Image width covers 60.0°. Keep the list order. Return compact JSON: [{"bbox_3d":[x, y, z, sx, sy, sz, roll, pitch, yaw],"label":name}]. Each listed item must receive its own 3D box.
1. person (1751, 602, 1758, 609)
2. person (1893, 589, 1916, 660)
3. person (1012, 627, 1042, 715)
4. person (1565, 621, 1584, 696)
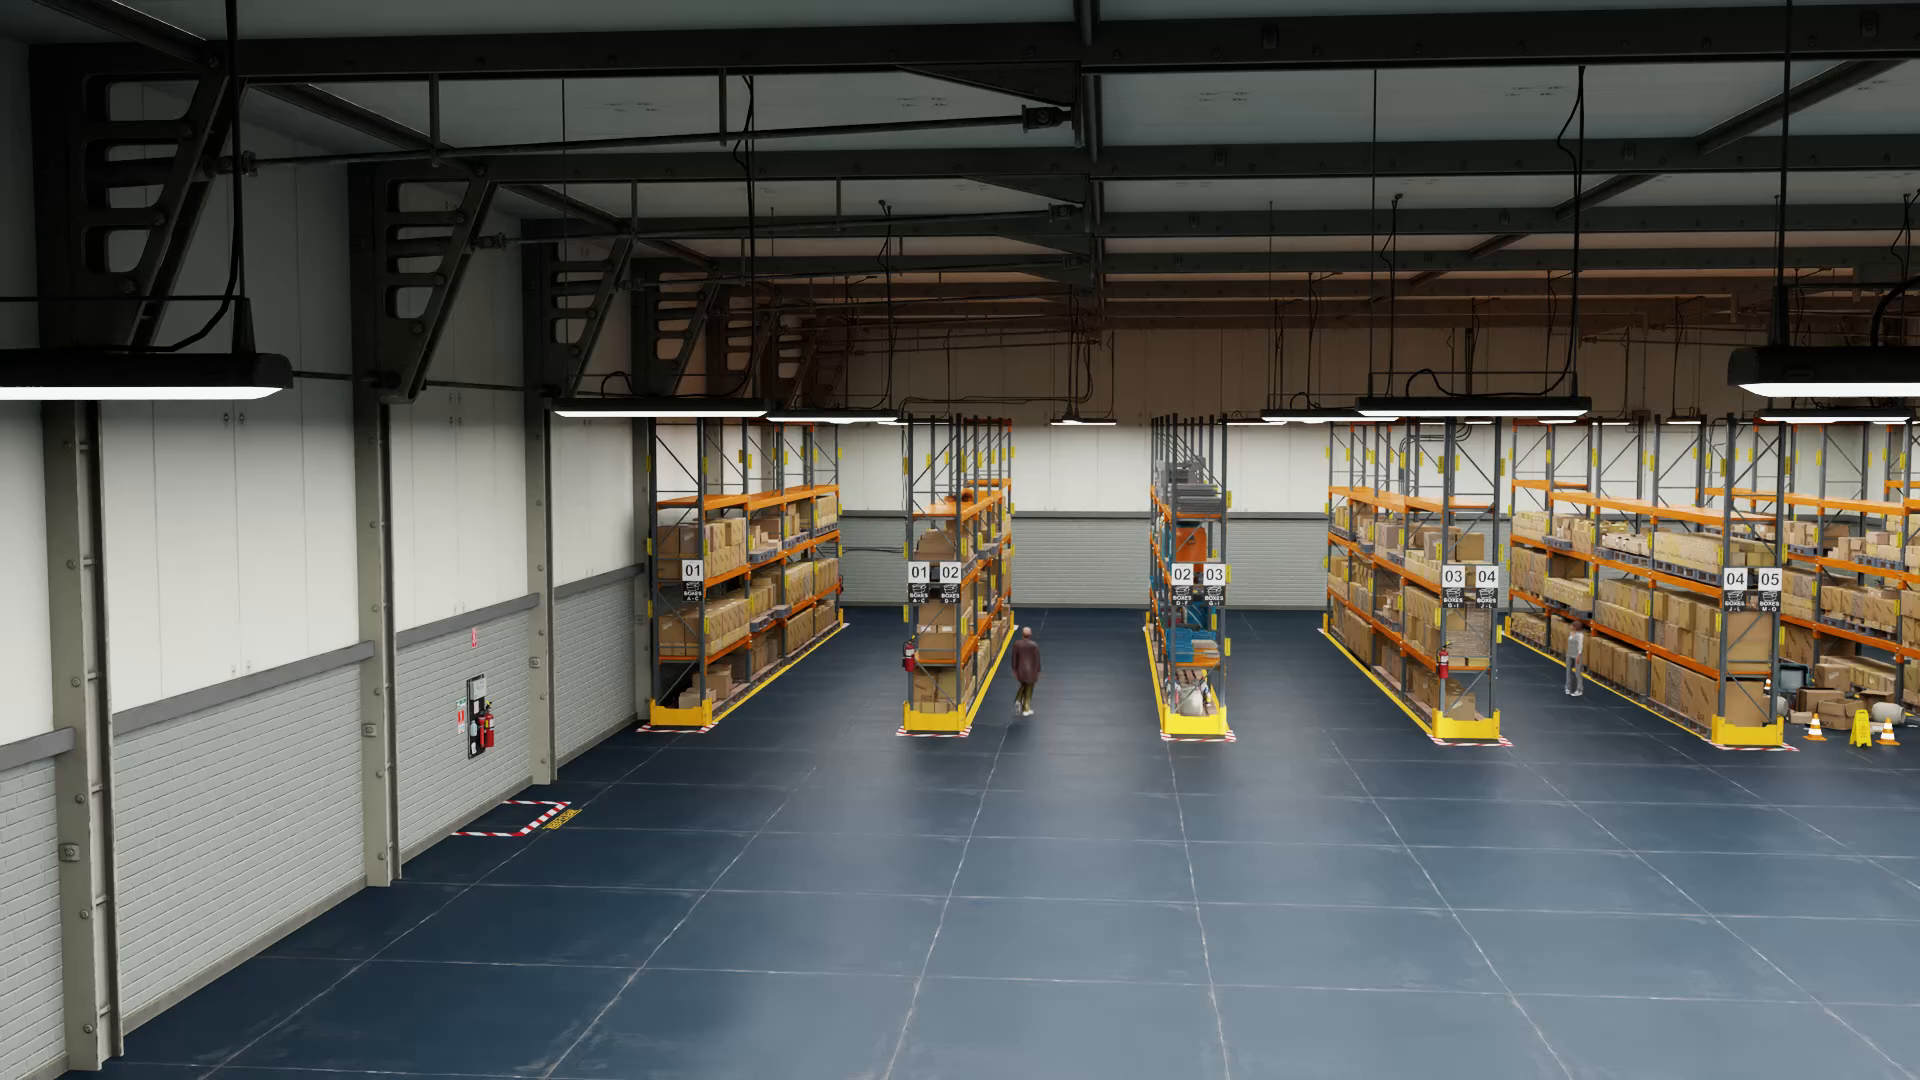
[{"bbox_3d":[18.137,2.282,38.139,0.470,1.718,0.581,2,4,31],"label":"person"},{"bbox_3d":[23.377,2.117,41.037,0.564,1.814,0.614,3,5,36],"label":"person"},{"bbox_3d":[1.332,2.613,33.034,0.582,1.763,0.519,3,5,37],"label":"person"},{"bbox_3d":[13.185,2.528,35.702,0.357,1.607,0.423,-3,5,-34],"label":"person"}]
